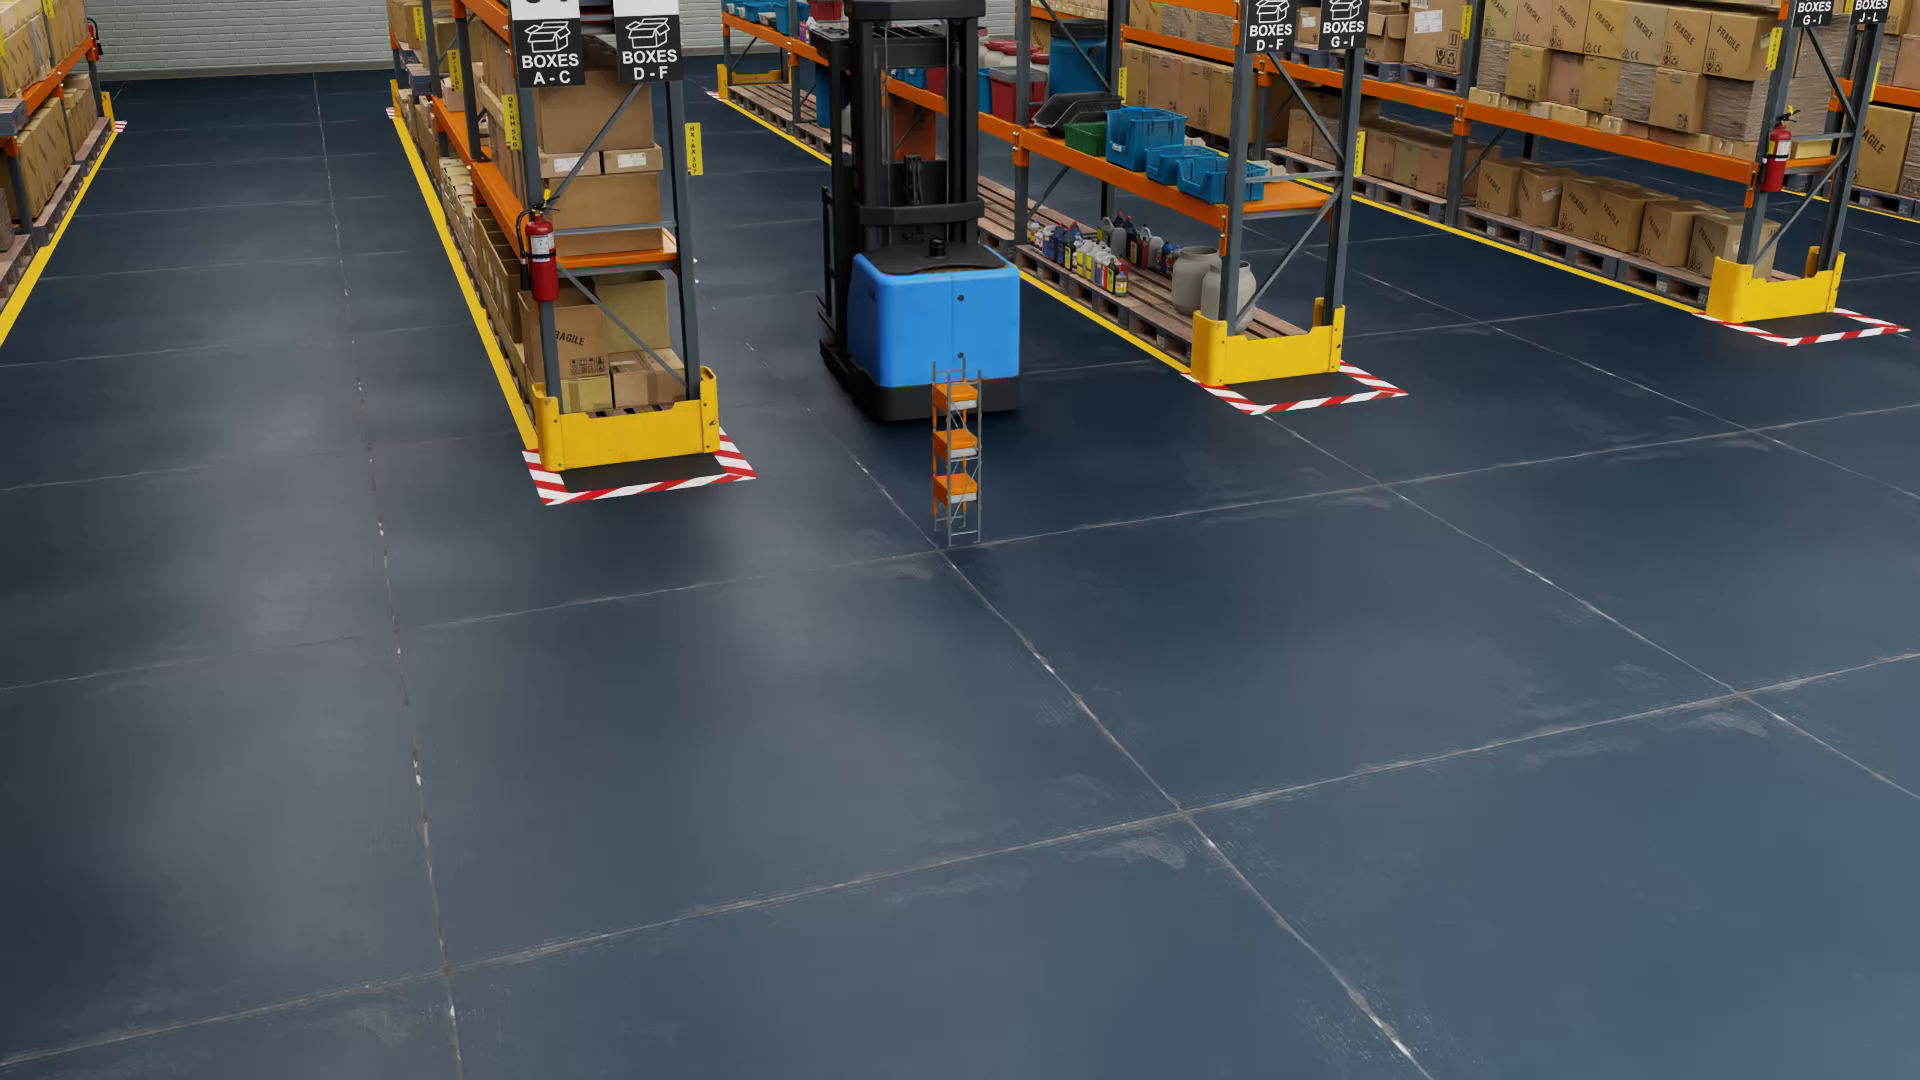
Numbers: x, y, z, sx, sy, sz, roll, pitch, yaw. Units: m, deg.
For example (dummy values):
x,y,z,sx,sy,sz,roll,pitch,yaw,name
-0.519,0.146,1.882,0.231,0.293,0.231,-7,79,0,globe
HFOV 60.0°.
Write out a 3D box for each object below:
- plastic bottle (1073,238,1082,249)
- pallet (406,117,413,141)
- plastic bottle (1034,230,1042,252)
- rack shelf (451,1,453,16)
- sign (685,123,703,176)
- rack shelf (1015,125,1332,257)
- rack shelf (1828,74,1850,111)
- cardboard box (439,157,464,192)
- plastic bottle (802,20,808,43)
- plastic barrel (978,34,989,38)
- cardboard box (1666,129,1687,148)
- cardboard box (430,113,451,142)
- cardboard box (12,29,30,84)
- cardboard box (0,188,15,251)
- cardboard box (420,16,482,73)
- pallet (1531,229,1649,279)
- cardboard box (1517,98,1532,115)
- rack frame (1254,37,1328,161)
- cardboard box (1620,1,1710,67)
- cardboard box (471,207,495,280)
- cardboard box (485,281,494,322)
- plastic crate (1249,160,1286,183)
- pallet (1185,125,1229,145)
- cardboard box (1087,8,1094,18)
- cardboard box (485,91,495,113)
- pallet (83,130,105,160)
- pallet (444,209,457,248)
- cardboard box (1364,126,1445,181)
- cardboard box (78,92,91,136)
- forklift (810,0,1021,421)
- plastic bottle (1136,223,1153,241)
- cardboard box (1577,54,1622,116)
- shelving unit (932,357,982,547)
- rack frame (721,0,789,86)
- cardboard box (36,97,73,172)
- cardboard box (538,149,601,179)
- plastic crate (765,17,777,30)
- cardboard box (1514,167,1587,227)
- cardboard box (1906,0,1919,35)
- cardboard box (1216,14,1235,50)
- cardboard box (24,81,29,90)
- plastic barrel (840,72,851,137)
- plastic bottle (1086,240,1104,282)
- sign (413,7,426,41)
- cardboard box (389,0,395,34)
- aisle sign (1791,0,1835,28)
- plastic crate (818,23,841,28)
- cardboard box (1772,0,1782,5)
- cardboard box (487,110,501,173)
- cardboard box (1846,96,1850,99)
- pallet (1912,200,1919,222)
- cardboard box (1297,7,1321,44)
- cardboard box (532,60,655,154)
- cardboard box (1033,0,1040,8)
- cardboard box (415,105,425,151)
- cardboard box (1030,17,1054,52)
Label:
x,y,z,sx,sy,sz,roll,pitch,yaw,name
1.060,-2.582,14.961,0.097,0.271,0.097,0,23,0,plastic bottle
-7.129,-5.741,23.100,1.003,0.211,1.213,-8,24,-19,pallet
0.747,-2.804,15.578,0.097,0.201,0.097,0,23,0,plastic bottle
-4.333,-5.203,15.297,1.077,0.370,4.000,-8,24,-19,rack shelf
-1.692,-2.482,10.559,0.100,0.325,0.005,-8,24,-19,sign
1.716,-3.046,14.040,1.077,0.370,4.000,-8,24,-19,rack shelf
9.612,-5.822,20.628,1.077,0.370,4.000,-8,24,-19,rack shelf
-5.129,-3.833,17.260,0.500,0.311,0.500,-7,24,-17,cardboard box
-2.040,-6.717,21.974,0.061,0.283,0.133,-8,24,-19,plastic bottle
0.159,-5.264,18.234,0.421,0.512,0.421,0,23,0,plastic barrel
6.464,-3.557,14.651,0.380,0.149,0.250,-8,24,-19,cardboard box
-5.613,-4.603,18.495,0.500,0.250,0.500,-7,24,-17,cardboard box
-9.955,-4.974,17.152,0.500,0.500,0.500,-8,24,-19,cardboard box
-9.369,-2.994,15.644,0.700,0.500,0.500,-8,24,-18,cardboard box
-5.367,-5.332,17.869,0.700,0.500,0.500,-18,29,-36,cardboard box
6.348,-2.815,16.158,1.003,0.211,1.213,-8,24,-19,pallet
5.725,-4.279,16.364,0.380,0.149,0.250,-8,24,-19,cardboard box
4.230,-6.237,20.685,1.000,3.000,0.127,-8,24,-19,rack frame
6.274,-4.503,14.772,0.500,0.500,0.500,-8,24,-19,cardboard box
-3.755,-2.486,13.821,0.500,0.500,0.500,-8,24,-19,cardboard box
-3.574,-1.960,13.537,0.500,0.250,0.500,-8,24,-19,cardboard box
2.407,-2.898,13.104,0.298,0.136,0.250,-8,24,-19,plastic crate
3.594,-5.691,22.981,1.003,0.211,1.213,-8,24,-19,pallet
2.130,-7.921,25.004,0.380,0.149,0.250,-8,24,-18,cardboard box
-3.531,-3.462,13.137,0.380,0.149,0.250,-9,24,-20,cardboard box
-11.716,-5.097,21.572,1.003,0.211,1.213,-8,24,-19,pallet
-4.785,-3.290,17.283,1.003,0.211,1.213,-8,24,-19,pallet
5.097,-4.439,19.073,0.700,0.500,0.500,-11,25,-24,cardboard box
-11.802,-5.541,21.713,0.700,0.500,0.500,-9,25,-21,cardboard box
-0.471,-2.720,12.429,1.130,2.935,3.031,-6,24,-15,forklift
1.688,-2.704,15.149,0.144,0.351,0.185,-8,24,-19,plastic bottle
6.296,-4.253,15.467,0.875,0.500,0.500,-8,24,-19,cardboard box
-0.019,-0.503,9.592,0.215,1.050,0.252,-8,24,-19,shelving unit
-3.230,-8.464,25.970,1.000,3.000,0.127,-8,24,-19,rack frame
-10.734,-4.636,19.114,0.750,0.750,0.750,-8,24,-18,cardboard box
-2.526,-2.430,10.689,0.380,0.149,0.250,-9,24,-20,cardboard box
-2.464,-7.281,23.441,0.437,0.125,0.590,-8,24,-19,plastic crate
5.956,-3.467,16.792,0.500,0.500,0.500,-1,23,-2,cardboard box
10.720,-5.671,17.760,0.875,0.550,0.550,-8,24,-19,cardboard box
3.653,-6.610,21.442,0.500,0.500,0.500,-9,24,-19,cardboard box
-10.210,-4.895,17.800,0.380,0.149,0.250,-8,24,-17,cardboard box
-1.391,-5.780,21.762,0.600,0.901,0.708,-8,24,-19,plastic barrel
1.189,-2.445,14.533,0.144,0.351,0.185,-7,24,-17,plastic bottle
-5.544,-5.298,17.070,0.100,0.325,0.005,-8,24,-19,sign
-7.594,-7.265,22.996,0.500,0.500,0.500,-8,24,-19,cardboard box
6.797,-4.464,13.133,0.394,0.787,0.004,-8,24,-19,aisle sign
-1.848,-7.106,23.009,0.396,0.136,0.243,-8,24,-19,plastic crate
9.954,-6.300,19.420,0.700,0.500,0.500,-9,24,-20,cardboard box
-3.464,-3.311,13.616,0.700,0.500,0.500,-9,24,-20,cardboard box
13.334,-7.073,24.865,0.875,0.875,0.875,-9,24,-19,cardboard box
10.949,-3.411,17.572,1.003,0.211,1.213,-8,24,-19,pallet
4.458,-6.286,20.132,0.500,0.500,0.500,-12,25,-25,cardboard box
-2.385,-2.807,10.748,0.700,0.500,0.500,-8,24,-19,cardboard box
1.403,-8.668,26.776,0.380,0.149,0.250,-9,24,-20,cardboard box
-6.510,-5.174,20.816,0.500,0.500,0.500,-9,25,-21,cardboard box
1.704,-8.137,27.387,0.875,0.875,0.875,-8,24,-19,cardboard box
